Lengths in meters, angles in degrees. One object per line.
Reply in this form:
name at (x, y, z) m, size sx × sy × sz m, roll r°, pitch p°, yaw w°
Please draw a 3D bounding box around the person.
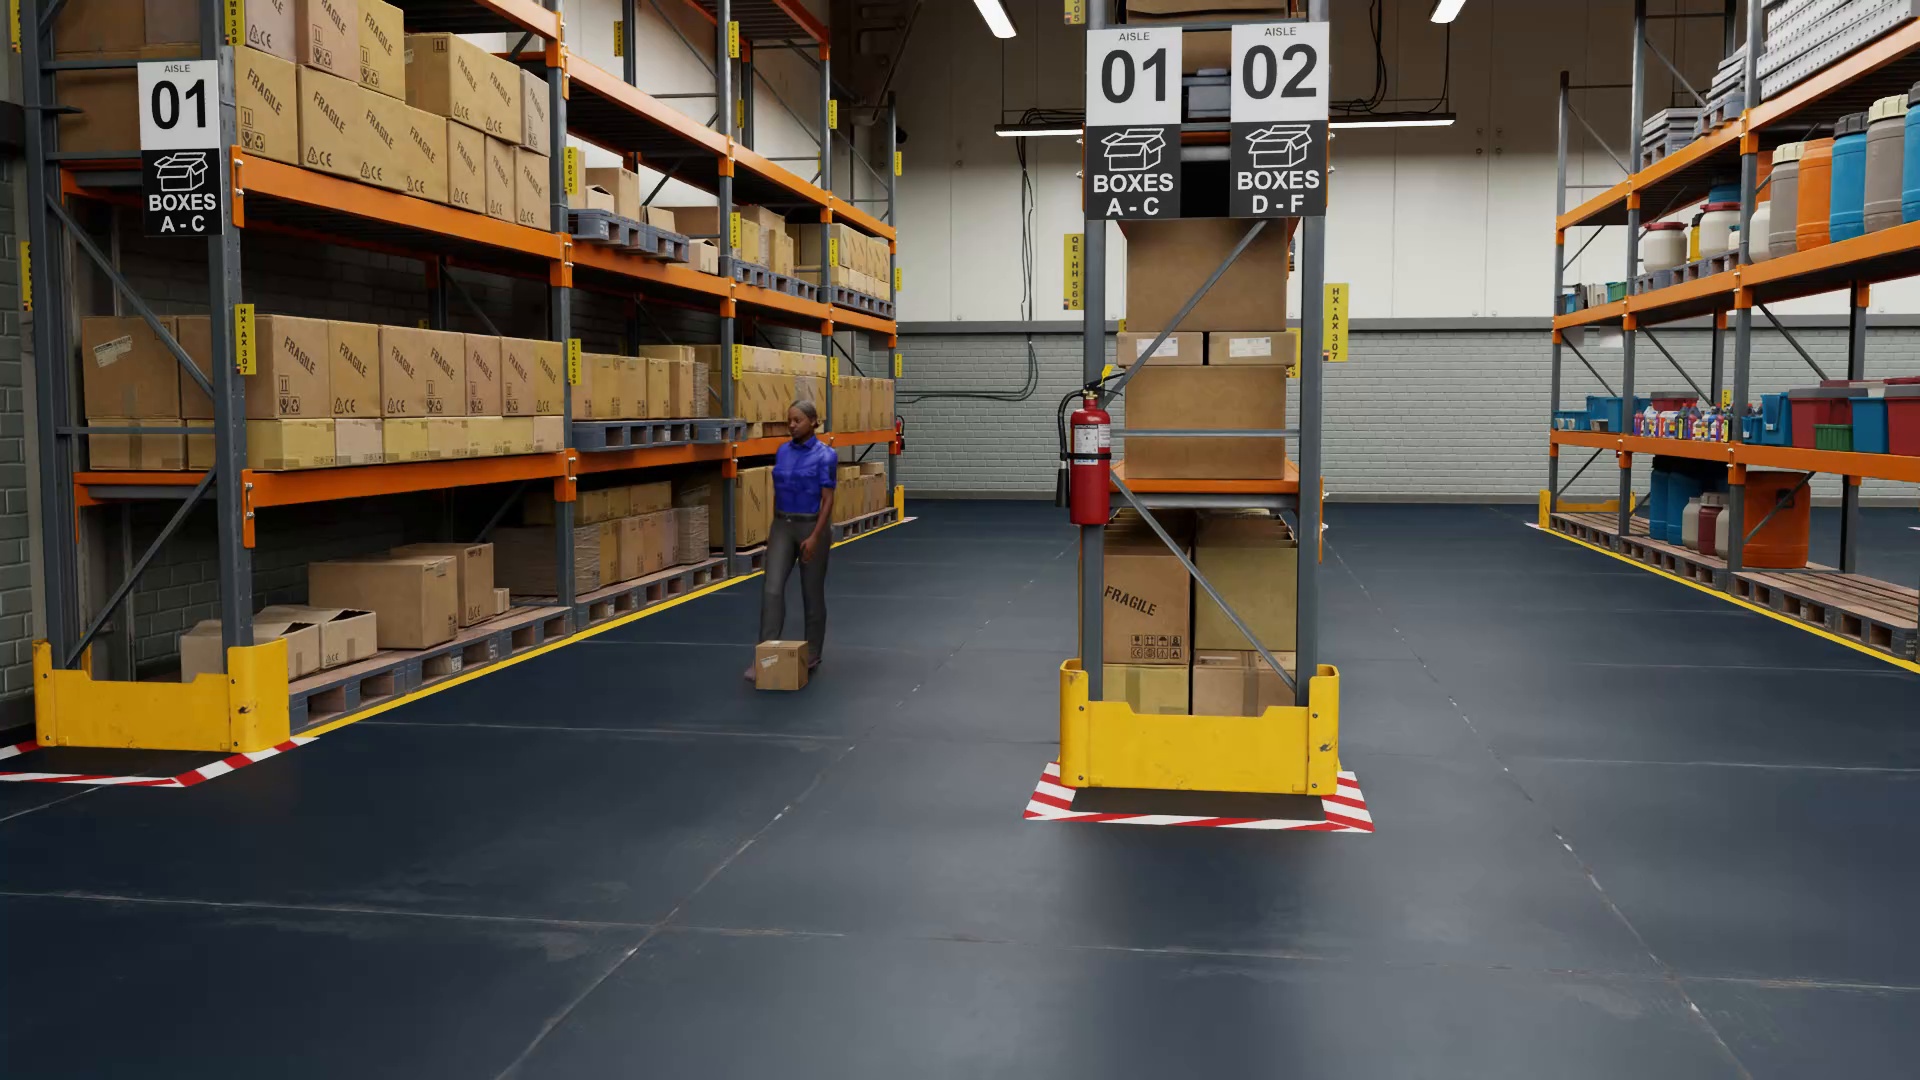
person at (-0.988, -0.007, 10.001) m, size 0.492 × 1.670 × 0.659 m, roll 2°, pitch 5°, yaw 19°
